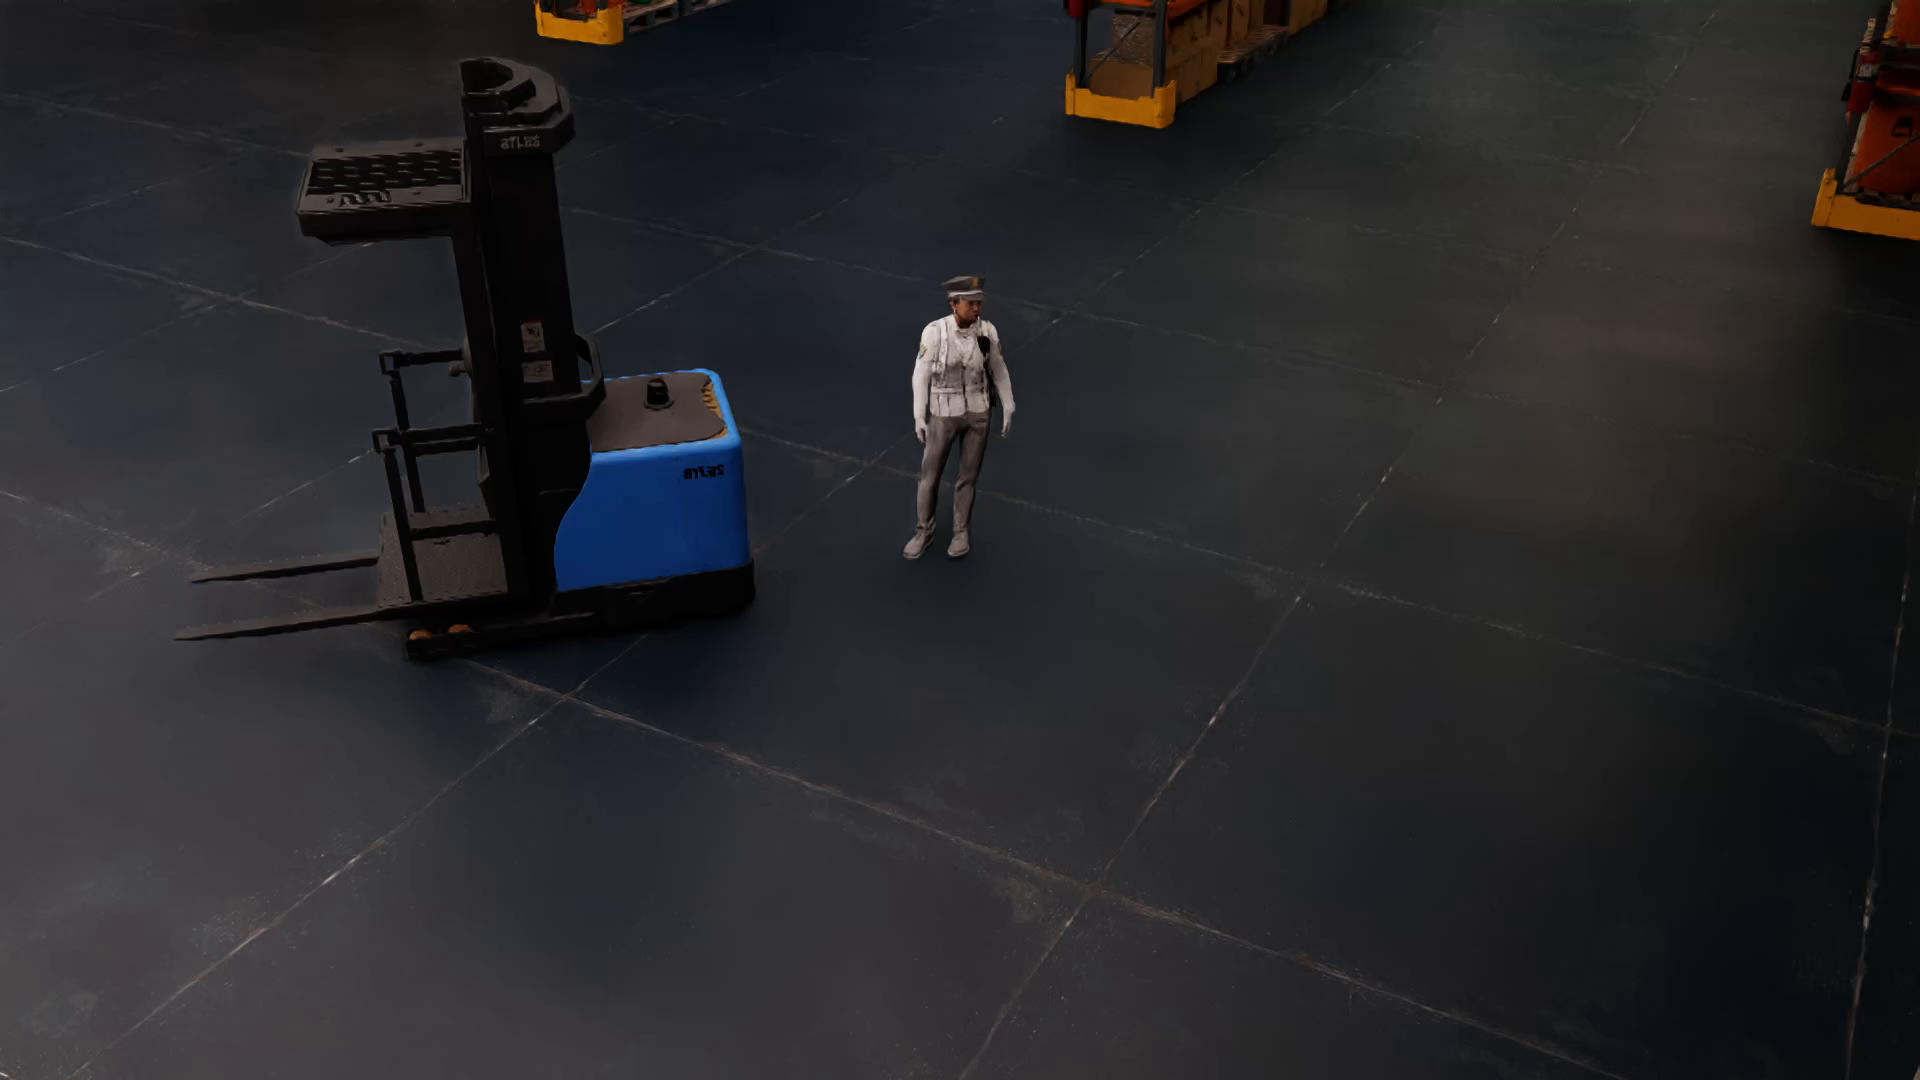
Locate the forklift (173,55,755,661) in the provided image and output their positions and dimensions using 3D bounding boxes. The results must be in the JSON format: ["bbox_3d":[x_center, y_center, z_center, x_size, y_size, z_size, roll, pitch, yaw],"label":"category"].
[{"bbox_3d":[-2.724,-0.918,8.661,3.031,2.935,1.130,-8,31,-13],"label":"forklift"}]

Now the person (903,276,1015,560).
[{"bbox_3d":[-0.026,-0.714,9.552,0.687,1.696,0.366,-8,31,-14],"label":"person"}]
